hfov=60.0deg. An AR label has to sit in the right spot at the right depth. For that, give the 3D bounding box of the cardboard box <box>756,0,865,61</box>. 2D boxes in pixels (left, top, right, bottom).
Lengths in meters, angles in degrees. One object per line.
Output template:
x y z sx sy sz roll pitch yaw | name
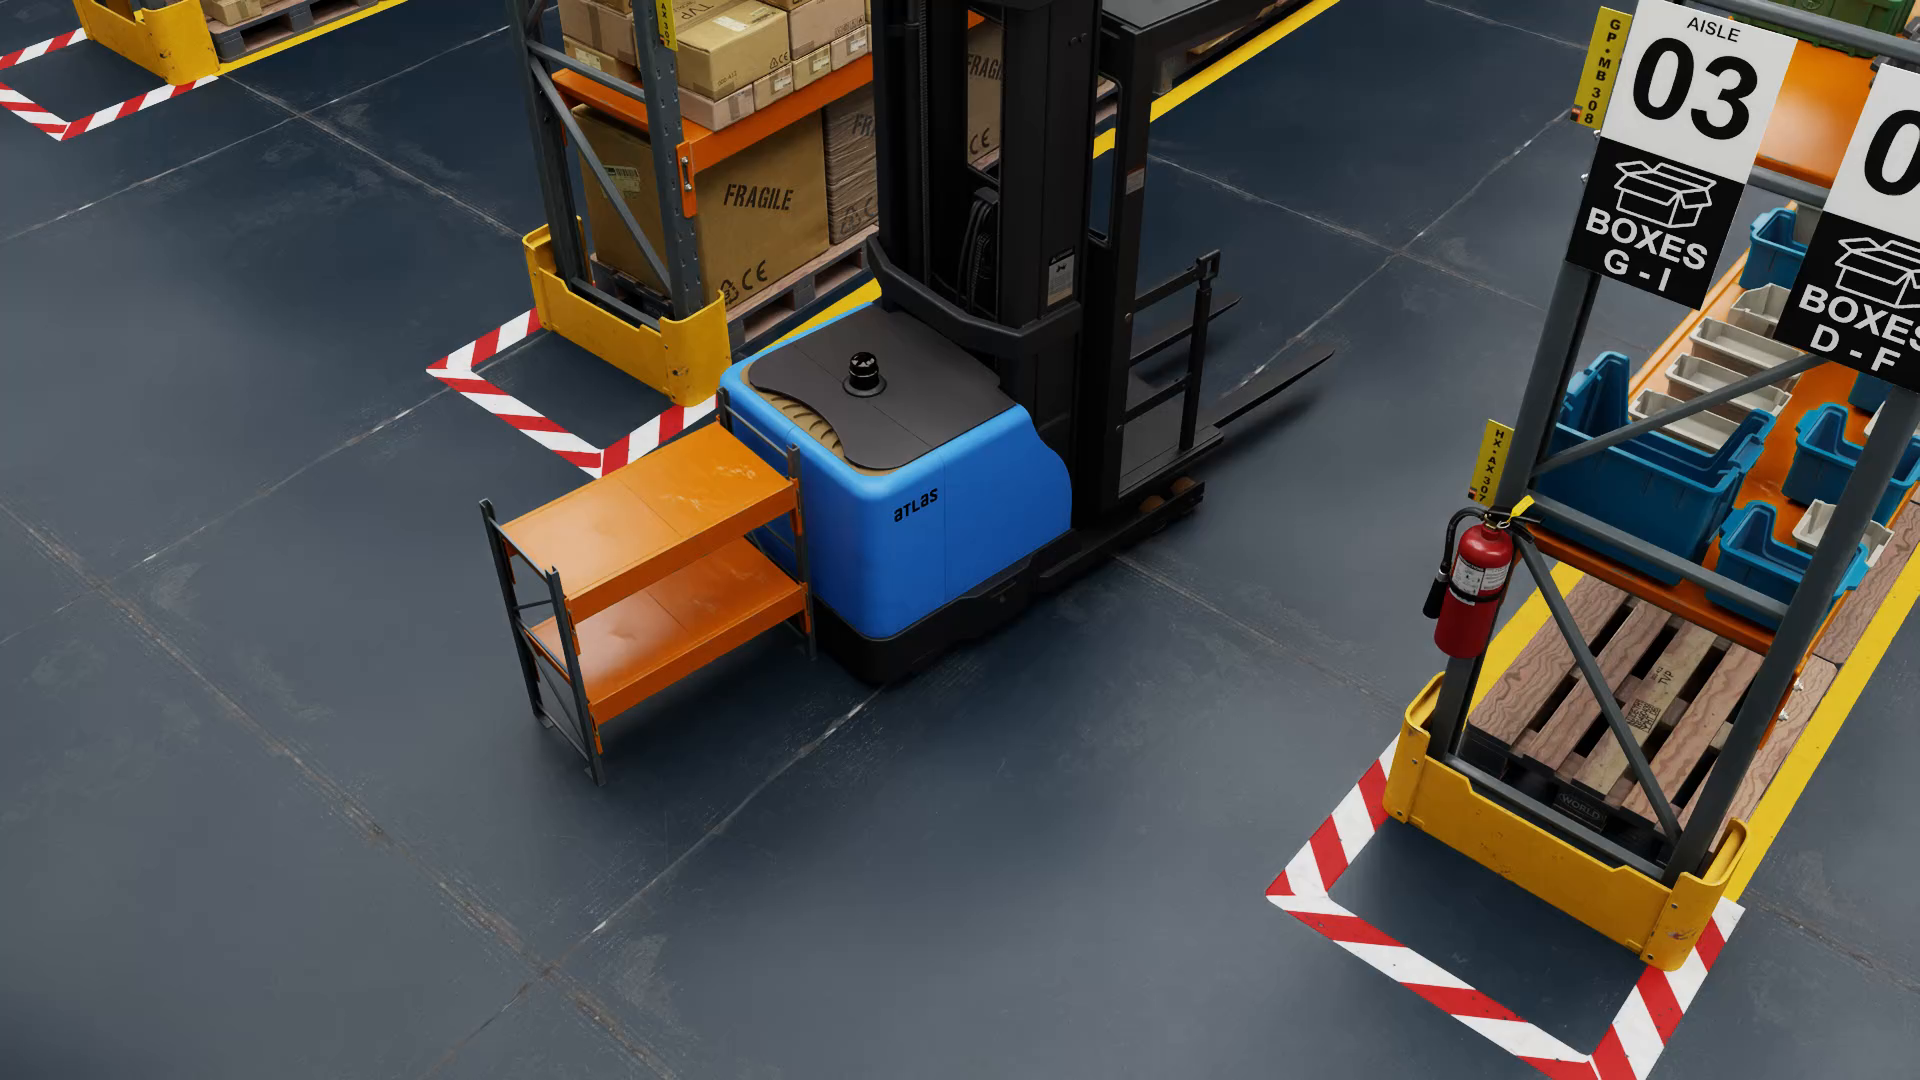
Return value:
-0.804 -2.550 7.897 0.500 0.250 0.500 29 50 28 | cardboard box

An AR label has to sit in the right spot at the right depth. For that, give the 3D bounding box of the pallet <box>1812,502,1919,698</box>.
3.488 0.049 7.222 1.003 0.211 1.213 29 50 28 | pallet

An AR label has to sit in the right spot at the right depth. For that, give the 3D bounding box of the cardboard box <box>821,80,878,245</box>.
-0.713 -2.296 8.995 0.875 0.875 0.875 29 50 28 | cardboard box

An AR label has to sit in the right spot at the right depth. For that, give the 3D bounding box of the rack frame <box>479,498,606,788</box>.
-1.536 0.400 6.156 0.032 1.125 0.500 -30 50 -29 | rack frame

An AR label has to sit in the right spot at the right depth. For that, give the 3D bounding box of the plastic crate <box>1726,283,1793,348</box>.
3.063 -0.830 6.267 0.298 0.136 0.250 29 50 28 | plastic crate

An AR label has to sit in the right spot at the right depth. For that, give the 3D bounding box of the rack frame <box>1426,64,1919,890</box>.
2.142 0.050 5.148 1.000 3.000 0.127 29 50 28 | rack frame

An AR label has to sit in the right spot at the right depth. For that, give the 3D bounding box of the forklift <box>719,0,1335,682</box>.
0.475 -1.360 6.749 3.031 2.935 1.130 -30 50 -29 | forklift

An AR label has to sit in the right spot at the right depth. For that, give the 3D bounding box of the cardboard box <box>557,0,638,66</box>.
-1.540 -2.513 7.857 0.500 0.250 0.500 29 50 28 | cardboard box

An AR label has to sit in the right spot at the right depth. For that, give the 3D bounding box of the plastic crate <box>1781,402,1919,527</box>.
2.976 -0.234 5.540 0.416 0.233 0.300 29 50 28 | plastic crate

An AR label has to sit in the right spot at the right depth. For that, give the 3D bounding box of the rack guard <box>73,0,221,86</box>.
-5.331 -3.408 10.809 1.175 0.500 0.348 29 50 28 | rack guard

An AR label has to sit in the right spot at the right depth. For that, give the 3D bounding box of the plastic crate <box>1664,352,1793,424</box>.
2.726 -0.516 5.921 0.396 0.136 0.243 29 50 28 | plastic crate

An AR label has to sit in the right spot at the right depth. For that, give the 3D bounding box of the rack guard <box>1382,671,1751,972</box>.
2.136 0.993 5.969 1.175 0.500 0.348 29 50 28 | rack guard

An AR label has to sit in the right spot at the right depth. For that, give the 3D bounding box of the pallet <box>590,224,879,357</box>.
-1.194 -1.508 8.934 1.003 0.211 1.213 29 50 28 | pallet

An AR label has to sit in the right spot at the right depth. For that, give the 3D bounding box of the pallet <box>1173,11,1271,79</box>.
1.364 -3.552 11.182 1.003 0.211 1.213 29 50 28 | pallet

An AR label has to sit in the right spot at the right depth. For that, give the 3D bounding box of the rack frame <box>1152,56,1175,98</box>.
0.925 -4.154 9.771 1.000 3.000 0.127 29 50 28 | rack frame

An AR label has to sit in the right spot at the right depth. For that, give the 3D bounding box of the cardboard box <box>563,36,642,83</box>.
-1.672 -2.327 7.949 0.380 0.149 0.250 30 50 29 | cardboard box

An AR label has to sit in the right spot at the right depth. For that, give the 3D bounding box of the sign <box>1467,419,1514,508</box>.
1.710 -0.240 5.345 0.100 0.325 0.005 29 50 28 | sign

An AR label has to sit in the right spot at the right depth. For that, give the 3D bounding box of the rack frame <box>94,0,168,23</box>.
-5.380 -4.294 9.925 1.000 3.000 0.127 29 50 28 | rack frame

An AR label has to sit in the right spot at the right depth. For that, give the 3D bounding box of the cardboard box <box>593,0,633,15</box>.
-1.537 -2.791 7.605 0.500 0.500 0.500 30 50 29 | cardboard box

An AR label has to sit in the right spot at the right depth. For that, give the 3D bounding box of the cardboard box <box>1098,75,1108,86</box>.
0.439 -3.218 10.009 0.875 0.875 0.875 29 50 28 | cardboard box

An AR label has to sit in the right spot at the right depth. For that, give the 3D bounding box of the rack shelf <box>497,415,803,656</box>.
-1.151 -0.039 6.204 1.000 0.278 0.538 -30 50 -29 | rack shelf

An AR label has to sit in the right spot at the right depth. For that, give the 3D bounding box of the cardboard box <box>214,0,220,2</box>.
-4.847 -3.663 10.817 0.380 0.149 0.250 32 51 30 | cardboard box

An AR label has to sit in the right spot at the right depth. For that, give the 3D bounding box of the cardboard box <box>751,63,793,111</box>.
-1.004 -2.174 7.780 0.380 0.149 0.250 29 50 28 | cardboard box

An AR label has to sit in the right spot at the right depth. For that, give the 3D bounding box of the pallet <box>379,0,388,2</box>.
-3.996 -4.330 12.037 1.003 0.211 1.213 29 50 28 | pallet

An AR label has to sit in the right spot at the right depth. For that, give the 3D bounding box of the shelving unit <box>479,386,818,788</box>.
-1.151 0.178 6.401 1.048 1.125 0.538 -30 50 -29 | shelving unit

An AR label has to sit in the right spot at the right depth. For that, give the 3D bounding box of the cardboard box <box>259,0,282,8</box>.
-4.692 -3.696 11.074 0.380 0.149 0.250 29 50 28 | cardboard box

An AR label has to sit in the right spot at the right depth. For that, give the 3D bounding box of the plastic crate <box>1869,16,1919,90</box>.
2.603 -1.089 4.268 0.497 0.269 0.590 29 50 28 | plastic crate

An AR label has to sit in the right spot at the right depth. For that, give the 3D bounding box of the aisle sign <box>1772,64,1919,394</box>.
2.323 -0.746 4.091 0.394 0.787 0.004 29 50 28 | aisle sign

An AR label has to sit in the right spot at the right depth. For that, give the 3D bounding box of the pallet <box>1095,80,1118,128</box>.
0.376 -2.765 10.316 1.003 0.211 1.213 29 50 28 | pallet

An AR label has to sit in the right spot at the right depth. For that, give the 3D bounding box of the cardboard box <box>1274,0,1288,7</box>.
1.896 -4.322 11.223 1.225 0.875 0.875 28 49 27 | cardboard box

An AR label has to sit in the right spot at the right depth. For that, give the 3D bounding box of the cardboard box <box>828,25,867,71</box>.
-0.673 -2.441 8.074 0.380 0.149 0.250 29 50 28 | cardboard box

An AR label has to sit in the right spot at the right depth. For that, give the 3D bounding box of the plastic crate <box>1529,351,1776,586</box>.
2.214 -0.239 5.394 0.616 0.435 0.499 29 50 28 | plastic crate

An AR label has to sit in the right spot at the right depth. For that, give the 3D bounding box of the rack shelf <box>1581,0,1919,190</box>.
3.429 -1.823 5.513 1.077 0.370 4.000 29 50 28 | rack shelf

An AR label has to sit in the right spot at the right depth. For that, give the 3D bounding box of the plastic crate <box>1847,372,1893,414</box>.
3.400 -0.573 5.912 0.416 0.233 0.300 29 50 28 | plastic crate

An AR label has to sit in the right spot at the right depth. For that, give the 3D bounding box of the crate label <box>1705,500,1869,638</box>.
2.553 0.105 5.167 0.416 0.233 0.303 29 50 28 | crate label
